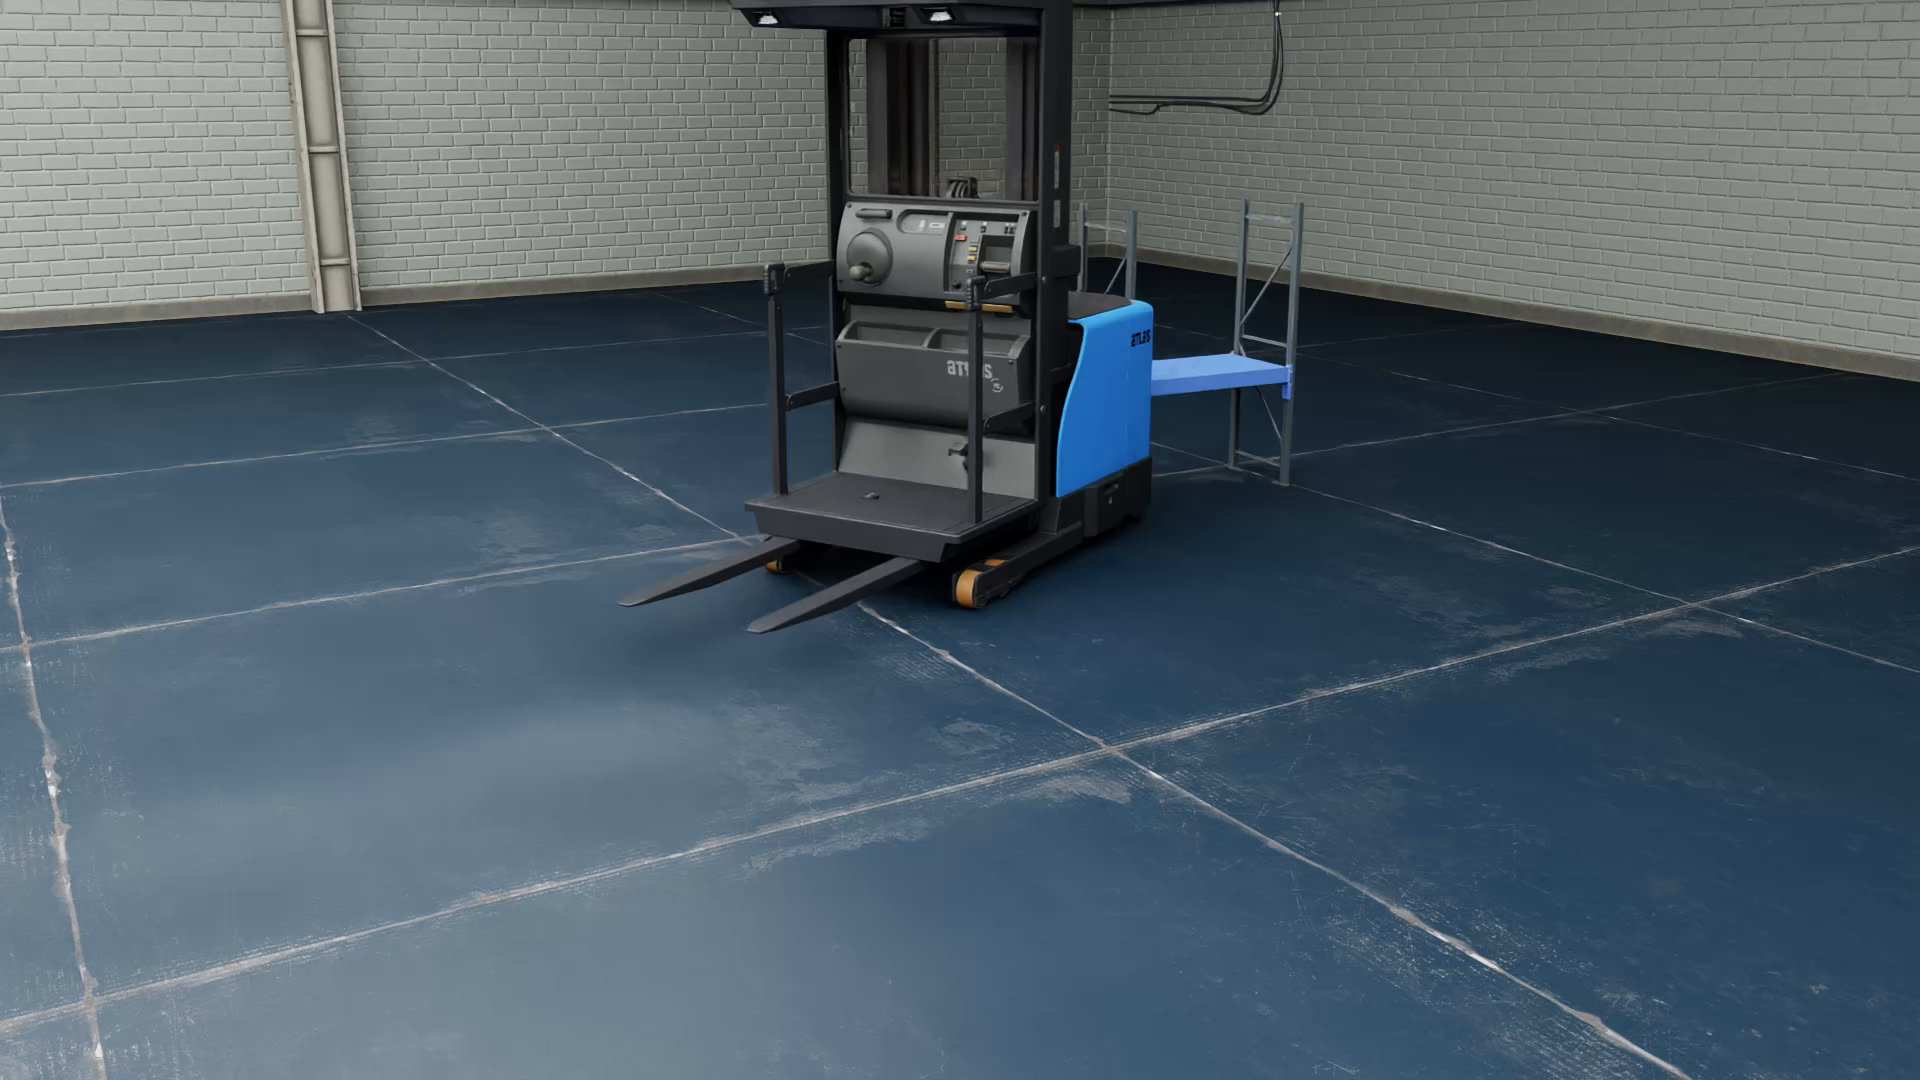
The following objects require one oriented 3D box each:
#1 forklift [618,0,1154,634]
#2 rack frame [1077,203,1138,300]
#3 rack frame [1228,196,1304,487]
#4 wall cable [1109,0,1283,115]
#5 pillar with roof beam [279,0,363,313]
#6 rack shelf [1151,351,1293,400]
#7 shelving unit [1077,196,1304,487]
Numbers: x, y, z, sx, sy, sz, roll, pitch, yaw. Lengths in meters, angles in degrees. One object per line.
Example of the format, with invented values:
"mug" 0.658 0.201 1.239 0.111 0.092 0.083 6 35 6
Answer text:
"forklift" -0.229 -1.265 6.993 1.130 2.935 3.031 9 18 29
"rack frame" 0.737 -0.943 8.494 0.032 1.500 0.500 -8 18 -26
"rack frame" 1.639 -1.069 8.945 0.032 1.500 0.500 -8 18 -26
"wall cable" 2.496 -5.940 18.180 0.112 2.526 3.097 -9 18 -30
"pillar with roof beam" -3.637 -5.501 10.863 0.400 9.000 9.100 -9 18 -30
"rack shelf" 1.188 -0.833 8.768 1.000 0.185 0.538 -8 18 -26
"shelving unit" 1.188 -1.006 8.720 1.048 1.500 0.538 -8 18 -26
